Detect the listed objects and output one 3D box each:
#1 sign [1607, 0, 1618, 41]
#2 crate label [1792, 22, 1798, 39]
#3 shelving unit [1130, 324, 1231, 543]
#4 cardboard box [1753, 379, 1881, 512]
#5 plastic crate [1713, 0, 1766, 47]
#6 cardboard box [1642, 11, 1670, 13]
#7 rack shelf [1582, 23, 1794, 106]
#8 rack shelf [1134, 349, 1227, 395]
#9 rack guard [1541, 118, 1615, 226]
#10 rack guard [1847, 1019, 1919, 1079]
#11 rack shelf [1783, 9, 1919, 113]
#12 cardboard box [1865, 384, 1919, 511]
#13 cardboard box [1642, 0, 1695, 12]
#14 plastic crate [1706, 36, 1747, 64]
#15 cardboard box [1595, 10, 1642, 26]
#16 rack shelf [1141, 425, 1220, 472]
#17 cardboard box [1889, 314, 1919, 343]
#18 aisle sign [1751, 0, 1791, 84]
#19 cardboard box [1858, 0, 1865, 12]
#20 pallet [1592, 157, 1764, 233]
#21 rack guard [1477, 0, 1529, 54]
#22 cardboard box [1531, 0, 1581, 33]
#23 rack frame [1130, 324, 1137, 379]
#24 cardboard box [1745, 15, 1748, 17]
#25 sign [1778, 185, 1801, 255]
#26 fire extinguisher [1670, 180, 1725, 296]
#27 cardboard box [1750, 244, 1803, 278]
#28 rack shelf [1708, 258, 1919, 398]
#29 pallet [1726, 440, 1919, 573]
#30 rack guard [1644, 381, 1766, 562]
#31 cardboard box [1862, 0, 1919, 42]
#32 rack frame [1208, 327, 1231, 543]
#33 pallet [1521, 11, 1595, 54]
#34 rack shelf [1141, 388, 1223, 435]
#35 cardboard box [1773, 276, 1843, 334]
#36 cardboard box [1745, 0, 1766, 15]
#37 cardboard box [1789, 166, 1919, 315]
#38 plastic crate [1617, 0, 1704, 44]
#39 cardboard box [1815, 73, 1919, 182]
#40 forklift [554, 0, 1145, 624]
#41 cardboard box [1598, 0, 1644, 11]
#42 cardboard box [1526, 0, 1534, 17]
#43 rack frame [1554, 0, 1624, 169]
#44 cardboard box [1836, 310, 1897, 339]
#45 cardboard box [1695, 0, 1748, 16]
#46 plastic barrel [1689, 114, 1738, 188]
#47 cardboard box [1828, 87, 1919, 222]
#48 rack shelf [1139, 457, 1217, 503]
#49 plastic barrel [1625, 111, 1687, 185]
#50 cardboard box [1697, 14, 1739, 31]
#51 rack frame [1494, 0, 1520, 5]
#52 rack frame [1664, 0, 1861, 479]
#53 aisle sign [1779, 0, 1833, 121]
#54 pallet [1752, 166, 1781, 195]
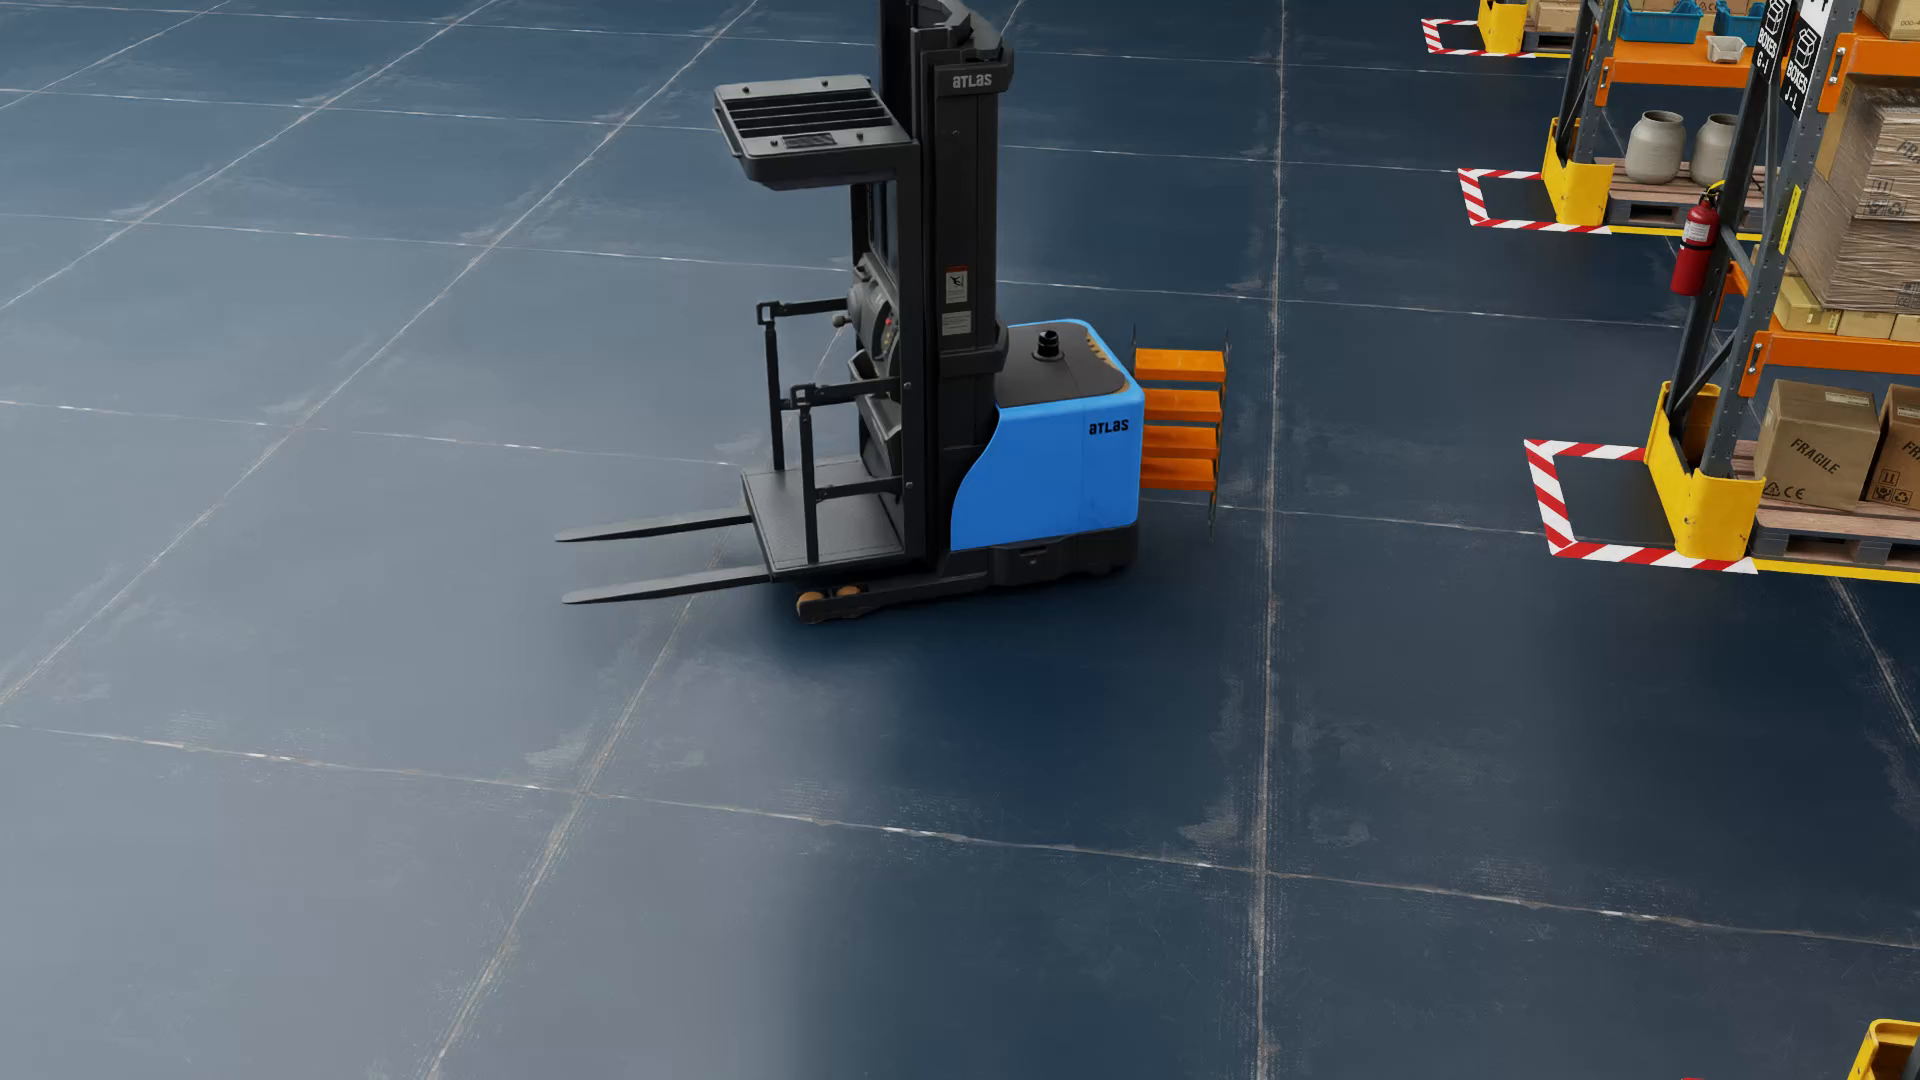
[{"bbox_3d":[4.866,-3.896,12.386,0.005,0.325,0.100,5,32,8],"label":"sign"},{"bbox_3d":[6.822,-4.058,12.873,0.616,0.435,0.502,5,32,8],"label":"crate label"},{"bbox_3d":[1.160,-0.564,9.021,0.503,1.200,0.258,2,32,4],"label":"shelving unit"},{"bbox_3d":[4.742,-0.529,9.229,0.500,0.500,0.500,11,34,17],"label":"cardboard box"},{"bbox_3d":[6.146,-4.054,13.039,0.408,0.251,0.499,5,32,8],"label":"plastic crate"},{"bbox_3d":[7.277,-5.417,17.273,0.500,0.250,0.500,5,32,8],"label":"cardboard box"},{"bbox_3d":[6.934,-3.582,12.824,4.000,0.370,1.077,5,32,8],"label":"rack shelf"},{"bbox_3d":[1.160,-0.897,8.812,0.480,0.148,0.258,2,32,4],"label":"rack shelf"},{"bbox_3d":[5.045,-3.024,13.610,0.348,0.500,1.175,5,32,8],"label":"rack guard"},{"bbox_3d":[3.172,2.167,5.317,0.348,0.500,1.175,5,32,8],"label":"rack guard"},{"bbox_3d":[6.101,-2.264,7.890,4.000,0.370,1.077,5,32,8],"label":"rack shelf"},{"bbox_3d":[5.337,-0.494,9.172,0.500,0.500,0.500,14,35,21],"label":"cardboard box"},{"bbox_3d":[7.279,-5.741,17.083,0.500,0.500,0.500,5,32,8],"label":"cardboard box"},{"bbox_3d":[5.791,-3.706,12.592,0.250,0.136,0.298,5,32,8],"label":"plastic crate"},{"bbox_3d":[6.784,-5.462,17.344,0.500,0.250,0.500,5,32,8],"label":"cardboard box"},{"bbox_3d":[1.160,-0.507,9.056,0.480,0.148,0.258,2,32,4],"label":"rack shelf"},{"bbox_3d":[4.857,-1.156,8.507,0.250,0.149,0.380,5,32,8],"label":"cardboard box"},{"bbox_3d":[4.119,-2.740,8.350,0.004,0.787,0.394,5,32,8],"label":"aisle sign"},{"bbox_3d":[4.647,-2.773,8.168,0.500,0.250,0.500,6,33,9],"label":"cardboard box"},{"bbox_3d":[5.845,-2.826,13.567,1.213,0.211,1.003,5,32,8],"label":"pallet"},{"bbox_3d":[5.776,-5.599,17.724,0.348,0.500,1.175,5,32,8],"label":"rack guard"},{"bbox_3d":[6.291,-5.505,17.413,0.500,0.250,0.500,5,32,8],"label":"cardboard box"},{"bbox_3d":[0.917,-0.574,9.037,0.015,1.200,0.240,2,32,4],"label":"rack frame"},{"bbox_3d":[8.262,-5.325,17.127,0.500,0.250,0.500,5,32,8],"label":"cardboard box"},{"bbox_3d":[4.038,-1.559,8.097,0.005,0.325,0.100,5,32,8],"label":"sign"},{"bbox_3d":[4.094,-1.694,9.202,0.183,0.674,0.296,5,32,8],"label":"fire extinguisher"},{"bbox_3d":[4.445,-1.452,8.979,0.250,0.149,0.380,5,32,8],"label":"cardboard box"},{"bbox_3d":[6.101,-0.992,8.686,4.000,0.370,1.077,5,32,8],"label":"rack shelf"},{"bbox_3d":[4.999,-0.196,9.364,1.213,0.211,1.003,5,32,8],"label":"pallet"},{"bbox_3d":[4.204,-0.409,9.433,0.348,0.500,1.175,5,32,8],"label":"rack guard"},{"bbox_3d":[4.561,-2.505,7.739,0.500,0.250,0.500,6,33,10],"label":"cardboard box"},{"bbox_3d":[1.404,-0.554,9.004,0.015,1.200,0.240,2,32,4],"label":"rack frame"},{"bbox_3d":[6.561,-5.428,17.723,1.213,0.211,1.003,5,32,8],"label":"pallet"},{"bbox_3d":[1.160,-0.697,8.938,0.480,0.148,0.258,2,32,4],"label":"rack shelf"},{"bbox_3d":[4.370,-1.219,8.607,0.250,0.149,0.380,5,32,8],"label":"cardboard box"},{"bbox_3d":[8.264,-5.650,16.938,0.500,0.500,0.500,5,32,8],"label":"cardboard box"},{"bbox_3d":[4.667,-1.581,8.573,0.500,0.500,0.875,5,32,8],"label":"cardboard box"},{"bbox_3d":[5.506,-4.115,13.137,0.616,0.251,0.499,5,32,8],"label":"plastic crate"},{"bbox_3d":[4.713,-2.148,8.537,0.500,0.500,0.500,5,32,8],"label":"cardboard box"},{"bbox_3d":[-0.617,-1.120,8.277,3.031,2.935,1.130,-8,33,-13],"label":"forklift"},{"bbox_3d":[6.784,-5.779,17.144,0.500,0.500,0.500,5,32,8],"label":"cardboard box"},{"bbox_3d":[6.378,-5.775,17.845,0.500,0.250,0.500,5,32,8],"label":"cardboard box"},{"bbox_3d":[4.963,-4.066,12.919,0.127,3.000,1.000,5,32,8],"label":"rack frame"},{"bbox_3d":[4.613,-1.187,8.555,0.250,0.149,0.380,5,32,8],"label":"cardboard box"},{"bbox_3d":[7.769,-5.687,16.998,0.500,0.500,0.500,5,32,8],"label":"cardboard box"},{"bbox_3d":[6.118,-3.126,13.366,0.421,0.512,0.421,0,32,0],"label":"plastic barrel"},{"bbox_3d":[4.626,-1.876,8.103,0.500,0.500,0.500,5,32,8],"label":"cardboard box"},{"bbox_3d":[1.160,-0.339,9.162,0.480,0.148,0.258,2,32,4],"label":"rack shelf"},{"bbox_3d":[5.624,-3.171,13.437,0.421,0.512,0.421,0,32,0],"label":"plastic barrel"},{"bbox_3d":[7.769,-5.370,17.197,0.500,0.250,0.500,5,32,8],"label":"cardboard box"},{"bbox_3d":[5.800,-6.656,17.057,0.127,3.000,1.000,5,32,8],"label":"rack frame"},{"bbox_3d":[4.129,-1.476,8.780,0.127,3.000,1.000,5,32,8],"label":"rack frame"},{"bbox_3d":[4.018,-2.426,7.849,0.004,0.787,0.394,5,32,8],"label":"aisle sign"},{"bbox_3d":[7.044,-2.716,13.391,1.213,0.211,1.003,5,32,8],"label":"pallet"}]
